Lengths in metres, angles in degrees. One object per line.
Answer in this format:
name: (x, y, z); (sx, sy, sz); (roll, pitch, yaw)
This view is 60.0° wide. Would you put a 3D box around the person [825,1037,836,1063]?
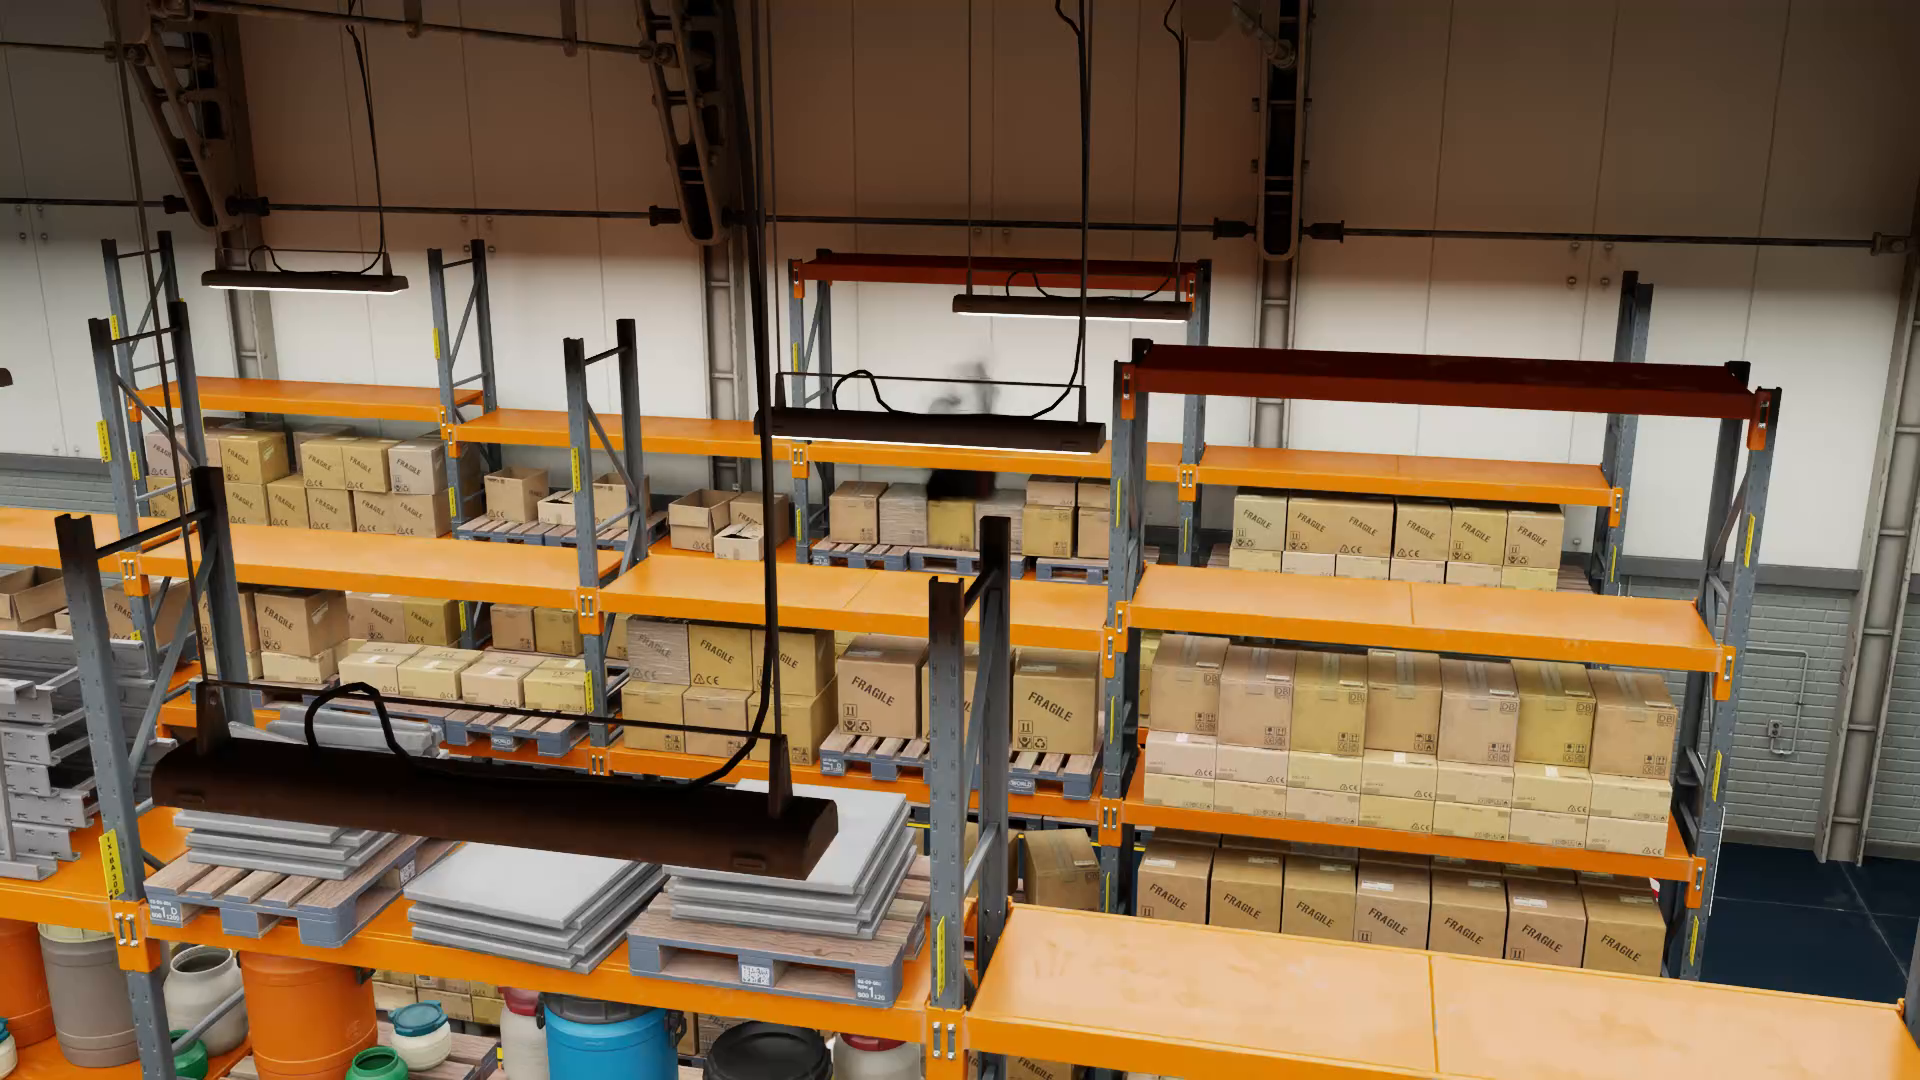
person: (-0.839, 4.122, 11.171); (0.639, 1.753, 0.658); (2, 16, 7)
